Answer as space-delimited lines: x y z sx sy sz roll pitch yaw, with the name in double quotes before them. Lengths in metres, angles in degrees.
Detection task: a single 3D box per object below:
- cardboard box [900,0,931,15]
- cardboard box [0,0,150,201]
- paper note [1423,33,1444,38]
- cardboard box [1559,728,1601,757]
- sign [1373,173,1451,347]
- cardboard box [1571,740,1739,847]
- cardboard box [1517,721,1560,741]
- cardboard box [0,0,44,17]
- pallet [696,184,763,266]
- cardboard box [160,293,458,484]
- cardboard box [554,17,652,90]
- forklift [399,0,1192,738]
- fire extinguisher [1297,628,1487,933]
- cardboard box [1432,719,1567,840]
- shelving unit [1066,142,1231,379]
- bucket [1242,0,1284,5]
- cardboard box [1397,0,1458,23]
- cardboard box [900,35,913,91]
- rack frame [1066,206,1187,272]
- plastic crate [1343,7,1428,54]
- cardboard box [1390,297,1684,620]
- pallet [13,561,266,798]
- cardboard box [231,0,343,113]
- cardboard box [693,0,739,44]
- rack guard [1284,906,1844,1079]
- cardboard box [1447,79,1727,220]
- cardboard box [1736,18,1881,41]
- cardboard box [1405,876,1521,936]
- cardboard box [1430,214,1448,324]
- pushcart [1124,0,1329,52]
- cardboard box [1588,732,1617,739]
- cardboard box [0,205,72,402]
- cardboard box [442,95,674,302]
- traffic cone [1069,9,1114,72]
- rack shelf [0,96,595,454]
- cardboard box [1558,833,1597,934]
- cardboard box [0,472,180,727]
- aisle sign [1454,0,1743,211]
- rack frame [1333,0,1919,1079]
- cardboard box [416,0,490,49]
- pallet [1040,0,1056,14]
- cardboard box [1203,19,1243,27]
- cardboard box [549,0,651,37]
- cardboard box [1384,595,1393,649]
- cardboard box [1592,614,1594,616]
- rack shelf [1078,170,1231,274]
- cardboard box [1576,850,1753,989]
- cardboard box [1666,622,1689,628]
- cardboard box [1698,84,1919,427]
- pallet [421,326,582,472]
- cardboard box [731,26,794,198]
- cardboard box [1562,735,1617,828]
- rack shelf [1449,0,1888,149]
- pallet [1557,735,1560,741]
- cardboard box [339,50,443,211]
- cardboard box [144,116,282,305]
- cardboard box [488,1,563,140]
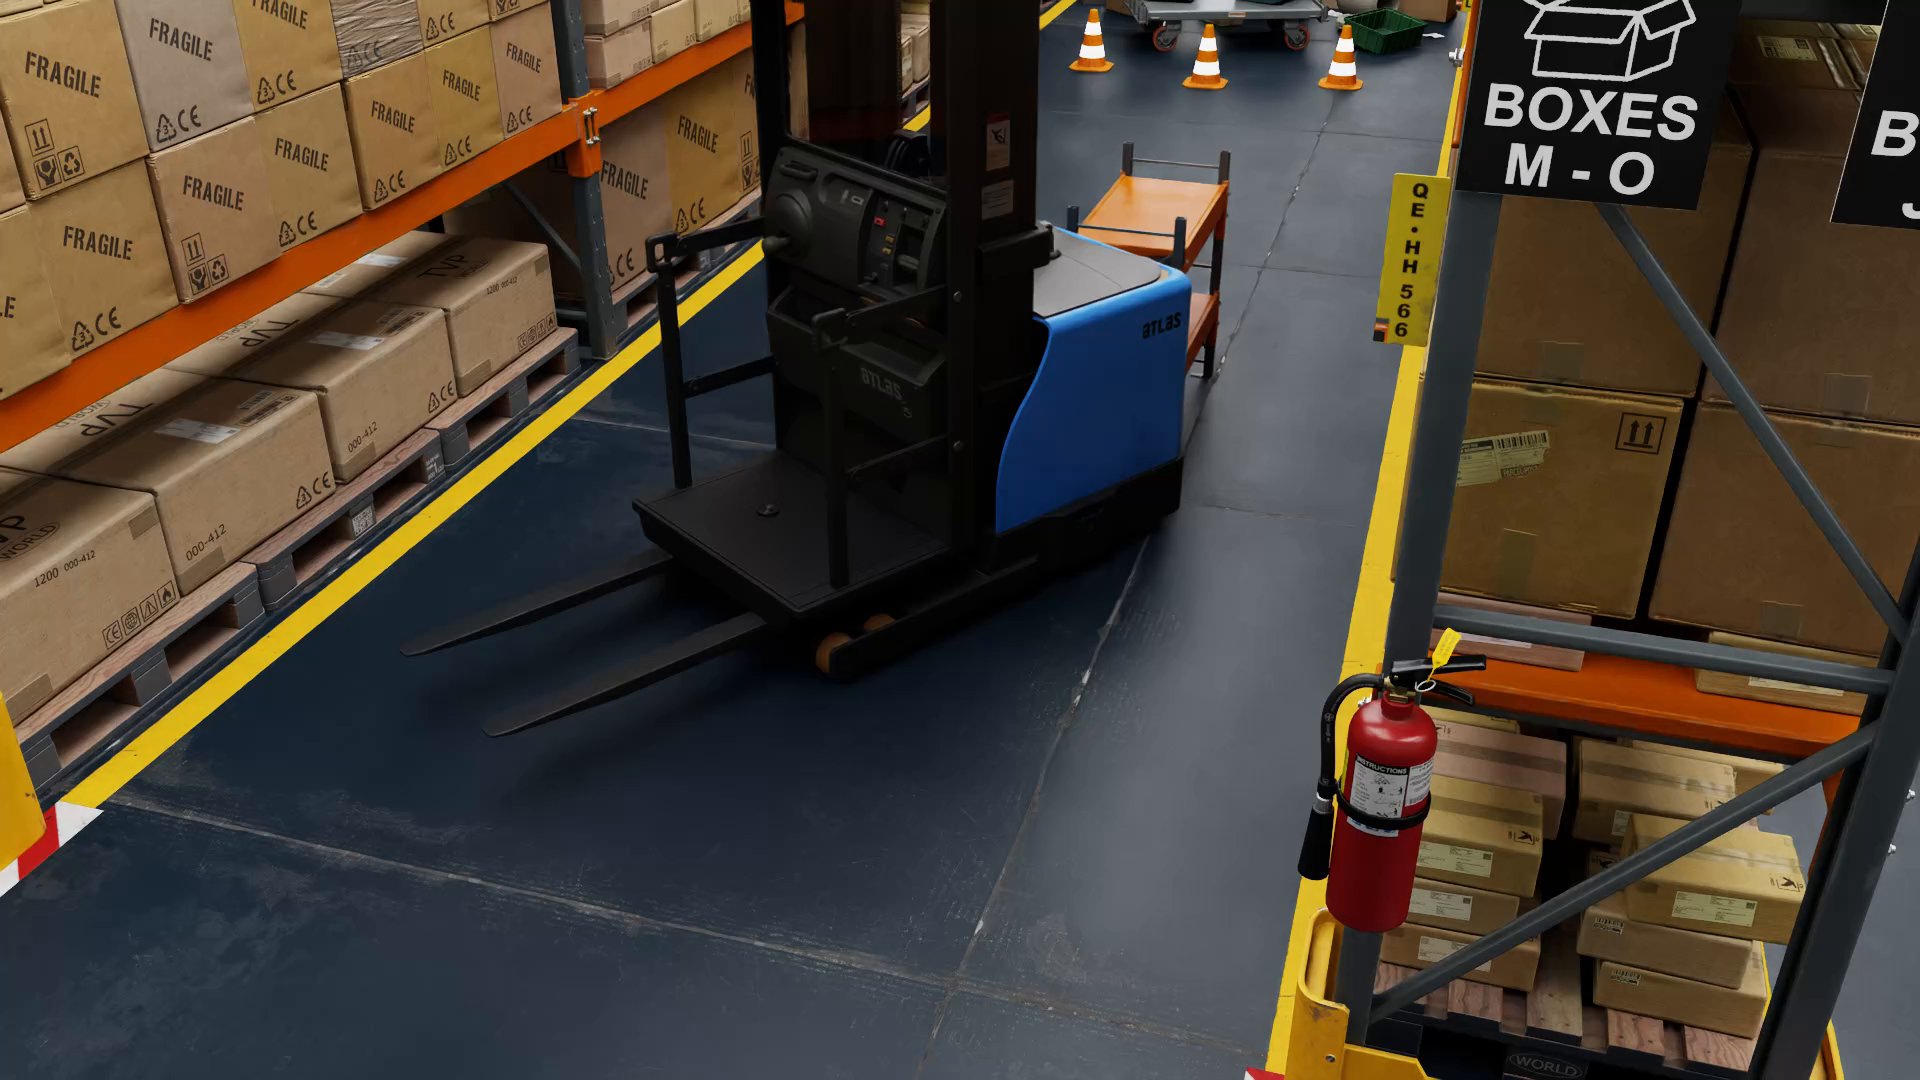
"cardboard box" -0.443 -4.150 13.396 0.950 0.372 0.625 10 30 17
"cardboard box" -2.846 -1.344 4.950 0.500 0.500 0.500 8 30 14
"paper note" 4.212 -4.502 14.811 0.147 0.020 0.142 -12 31 -20
"cardboard box" 2.046 0.599 5.089 0.380 0.149 0.250 9 30 15
"sign" 0.833 -0.513 3.071 0.100 0.325 0.005 8 30 15
"cardboard box" 1.802 0.681 4.329 0.380 0.149 0.250 9 30 16
"cardboard box" 1.568 0.514 4.936 0.380 0.149 0.250 8 30 14
"cardboard box" -2.840 -1.566 4.681 0.380 0.149 0.250 9 30 16
"pallet" -1.719 -2.019 10.162 1.003 0.211 1.213 8 30 15
"cardboard box" -2.779 -0.670 7.073 0.875 0.438 0.875 8 30 13
"cardboard box" -1.848 -2.400 8.134 0.500 0.250 0.500 8 30 14
"forklift" -0.537 -1.075 5.667 3.031 2.935 1.130 -23 36 -35
"fire extinguisher" 0.843 0.467 3.288 0.296 0.674 0.183 8 30 15
"cardboard box" 1.399 0.631 4.419 0.380 0.149 0.250 9 30 16
"shelving unit" 0.846 -1.096 7.563 0.538 1.125 1.048 9 30 16
"bucket" 2.716 -4.983 14.426 0.726 0.611 0.620 20 45 32
"cardboard box" 4.355 -5.134 15.462 0.500 0.500 0.500 14 32 23
"cardboard box" -0.880 -3.454 12.145 0.950 0.372 0.625 6 30 11
"rack frame" 0.688 -0.861 7.141 0.500 1.125 0.032 9 30 16
"plastic crate" 3.679 -4.422 14.446 0.662 0.188 0.450 -24 47 -37
"cardboard box" 1.244 -0.200 3.615 0.500 0.500 0.500 9 30 16
"pallet" -3.244 0.396 5.822 1.003 0.211 1.213 8 30 15
"cardboard box" -2.557 -1.817 5.799 0.500 0.500 0.500 9 30 15
"cardboard box" -1.532 -2.877 8.990 0.500 0.250 0.500 8 30 14
"rack guard" 1.380 1.276 3.942 1.175 0.500 0.348 8 30 15
"cardboard box" 1.403 -0.875 3.800 0.500 0.500 0.500 7 30 13
"cardboard box" 2.059 -1.036 4.090 0.500 0.500 0.500 8 30 14
"cardboard box" 1.240 0.865 4.303 0.380 0.149 0.250 8 30 14
"cardboard box" 1.539 -0.676 4.470 0.500 0.500 0.500 9 30 15
"pushcart" 2.313 -4.569 14.575 1.648 0.377 0.936 -1 29 -3
"cardboard box" 1.992 0.455 4.735 0.380 0.149 0.250 7 30 12
"cardboard box" -2.989 -0.666 4.759 0.500 0.500 0.500 8 30 14
"cardboard box" -2.124 -1.854 8.750 0.875 0.875 0.875 9 30 16
"traffic cone" 1.093 -4.132 13.702 0.336 0.463 0.334 8 30 15
"rack shelf" -2.817 -1.055 6.301 1.077 0.370 4.000 8 30 15
"cardboard box" 1.816 0.950 4.457 0.380 0.149 0.250 8 30 15
"cardboard box" -3.306 0.175 5.554 0.875 0.438 0.875 7 30 13
"aisle sign" 1.049 -0.926 2.654 0.394 0.787 0.004 8 30 15
"rack frame" 1.361 0.220 3.270 0.949 2.616 0.053 8 30 15
"cardboard box" -2.261 -2.286 6.643 0.500 0.500 0.500 8 30 14
"pallet" 0.282 -5.115 15.728 1.003 0.211 1.213 8 30 15
"cardboard box" 2.409 -4.894 15.275 0.258 0.266 0.396 -12 31 -20
"cardboard box" -1.831 -2.616 8.008 0.500 0.250 0.500 8 30 13
"cardboard box" 1.516 0.248 5.107 0.380 0.149 0.250 10 31 17
"cardboard box" 1.292 0.027 3.875 0.380 0.149 0.250 8 30 15
"rack shelf" 0.846 -1.352 7.420 0.538 0.278 1.000 9 30 16
"cardboard box" 1.757 0.945 4.161 0.380 0.149 0.250 10 31 17
"cardboard box" 1.801 0.101 3.741 0.380 0.149 0.250 10 30 17
"cardboard box" 1.743 -0.562 3.238 0.500 0.500 0.500 8 30 15
"pallet" -2.528 -0.738 7.860 1.003 0.211 1.213 8 30 15
"cardboard box" -1.604 -2.690 10.254 0.875 0.875 0.875 9 30 15
"cardboard box" 1.878 0.699 4.602 0.380 0.149 0.250 9 30 16
"rack shelf" 1.945 -1.707 4.387 1.077 0.370 4.000 8 30 15
"pallet" 2.012 0.465 5.697 1.003 0.211 1.213 8 30 15
"cardboard box" -2.401 -1.615 6.465 0.500 0.500 0.500 8 30 14
"cardboard box" -2.700 -1.139 5.609 0.500 0.500 0.500 8 30 15
"cardboard box" -2.122 -2.091 7.320 0.500 0.500 0.500 9 30 15
